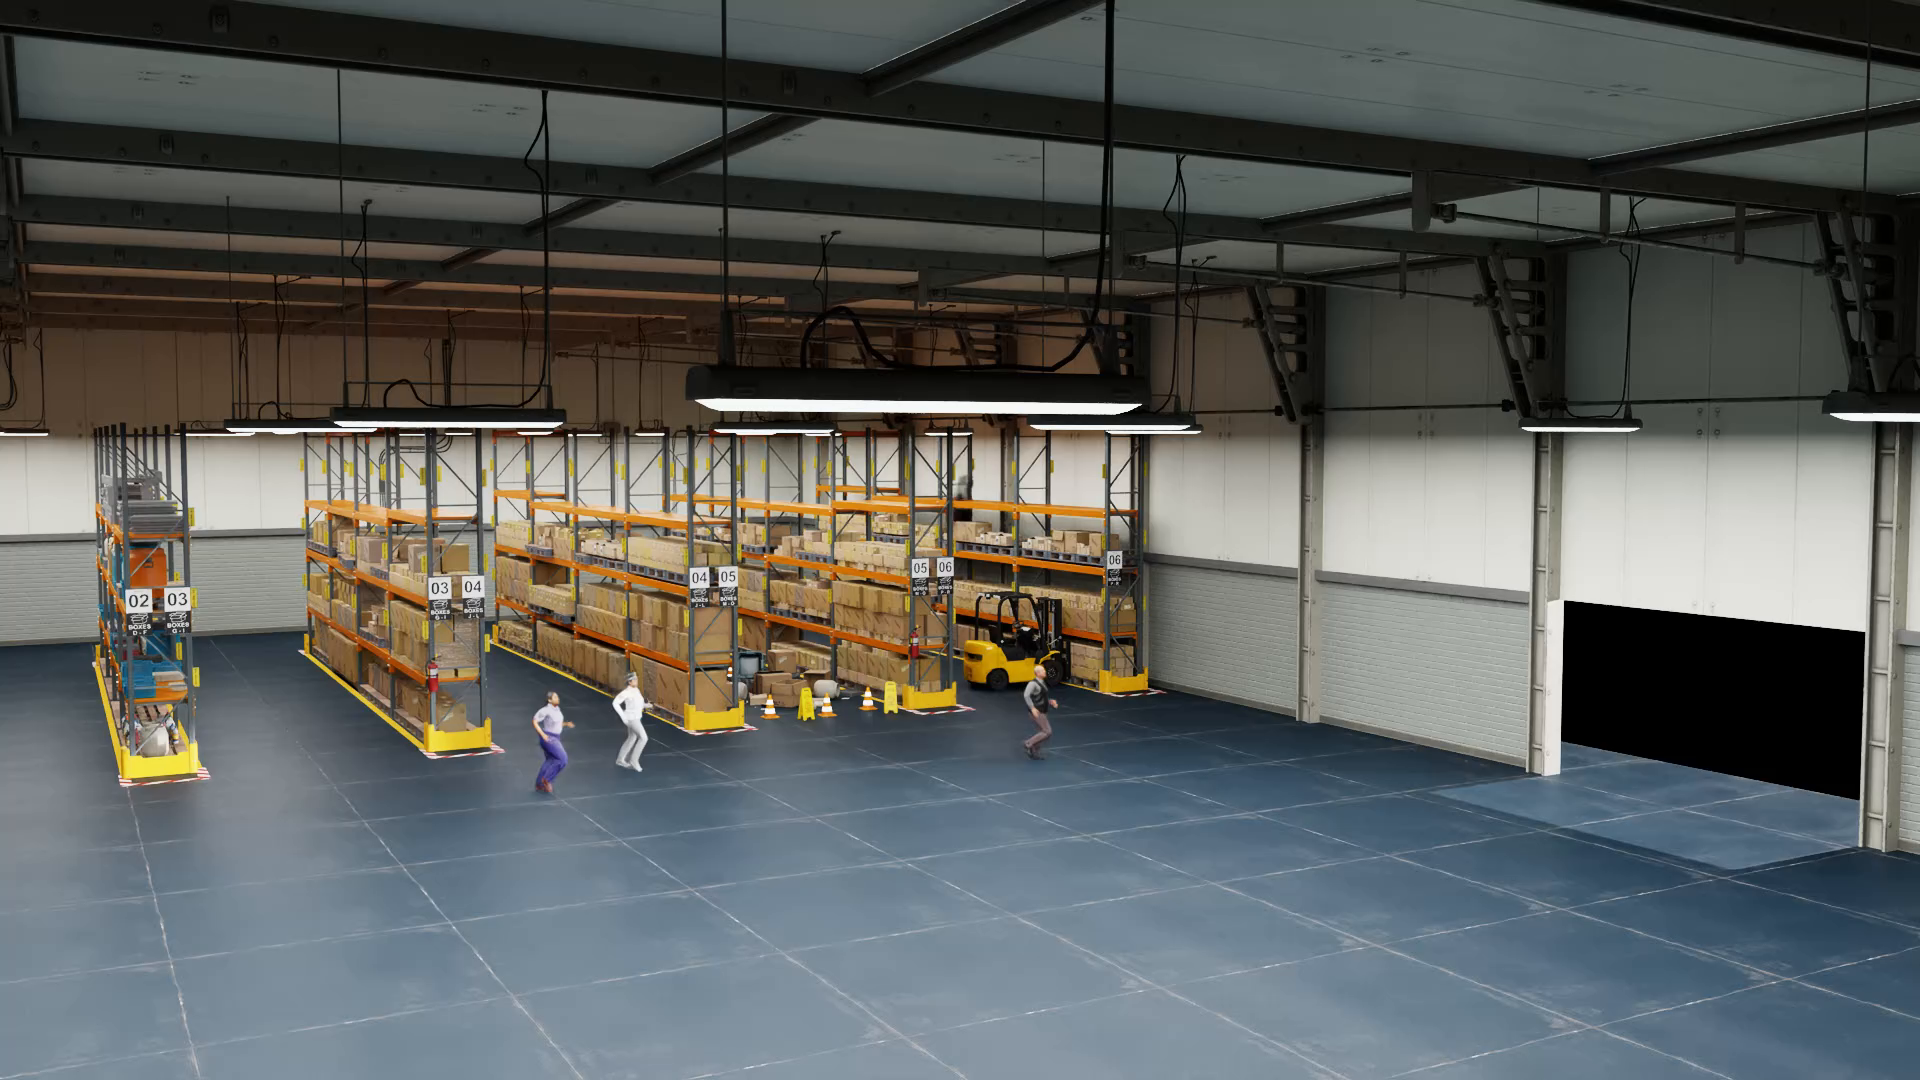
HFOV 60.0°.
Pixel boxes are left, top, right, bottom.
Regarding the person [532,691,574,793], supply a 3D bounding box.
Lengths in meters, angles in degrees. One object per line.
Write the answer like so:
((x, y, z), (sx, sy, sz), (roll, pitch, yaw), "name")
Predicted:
((-6.610, 3.278, 27.044), (0.645, 1.644, 0.580), (0, 3, 1), "person")

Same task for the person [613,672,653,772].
((-5.648, 3.138, 28.748), (0.708, 1.726, 0.580), (0, 3, 8), "person")

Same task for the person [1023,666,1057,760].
((1.435, 3.083, 29.682), (0.571, 1.687, 0.672), (1, 4, 16), "person")
